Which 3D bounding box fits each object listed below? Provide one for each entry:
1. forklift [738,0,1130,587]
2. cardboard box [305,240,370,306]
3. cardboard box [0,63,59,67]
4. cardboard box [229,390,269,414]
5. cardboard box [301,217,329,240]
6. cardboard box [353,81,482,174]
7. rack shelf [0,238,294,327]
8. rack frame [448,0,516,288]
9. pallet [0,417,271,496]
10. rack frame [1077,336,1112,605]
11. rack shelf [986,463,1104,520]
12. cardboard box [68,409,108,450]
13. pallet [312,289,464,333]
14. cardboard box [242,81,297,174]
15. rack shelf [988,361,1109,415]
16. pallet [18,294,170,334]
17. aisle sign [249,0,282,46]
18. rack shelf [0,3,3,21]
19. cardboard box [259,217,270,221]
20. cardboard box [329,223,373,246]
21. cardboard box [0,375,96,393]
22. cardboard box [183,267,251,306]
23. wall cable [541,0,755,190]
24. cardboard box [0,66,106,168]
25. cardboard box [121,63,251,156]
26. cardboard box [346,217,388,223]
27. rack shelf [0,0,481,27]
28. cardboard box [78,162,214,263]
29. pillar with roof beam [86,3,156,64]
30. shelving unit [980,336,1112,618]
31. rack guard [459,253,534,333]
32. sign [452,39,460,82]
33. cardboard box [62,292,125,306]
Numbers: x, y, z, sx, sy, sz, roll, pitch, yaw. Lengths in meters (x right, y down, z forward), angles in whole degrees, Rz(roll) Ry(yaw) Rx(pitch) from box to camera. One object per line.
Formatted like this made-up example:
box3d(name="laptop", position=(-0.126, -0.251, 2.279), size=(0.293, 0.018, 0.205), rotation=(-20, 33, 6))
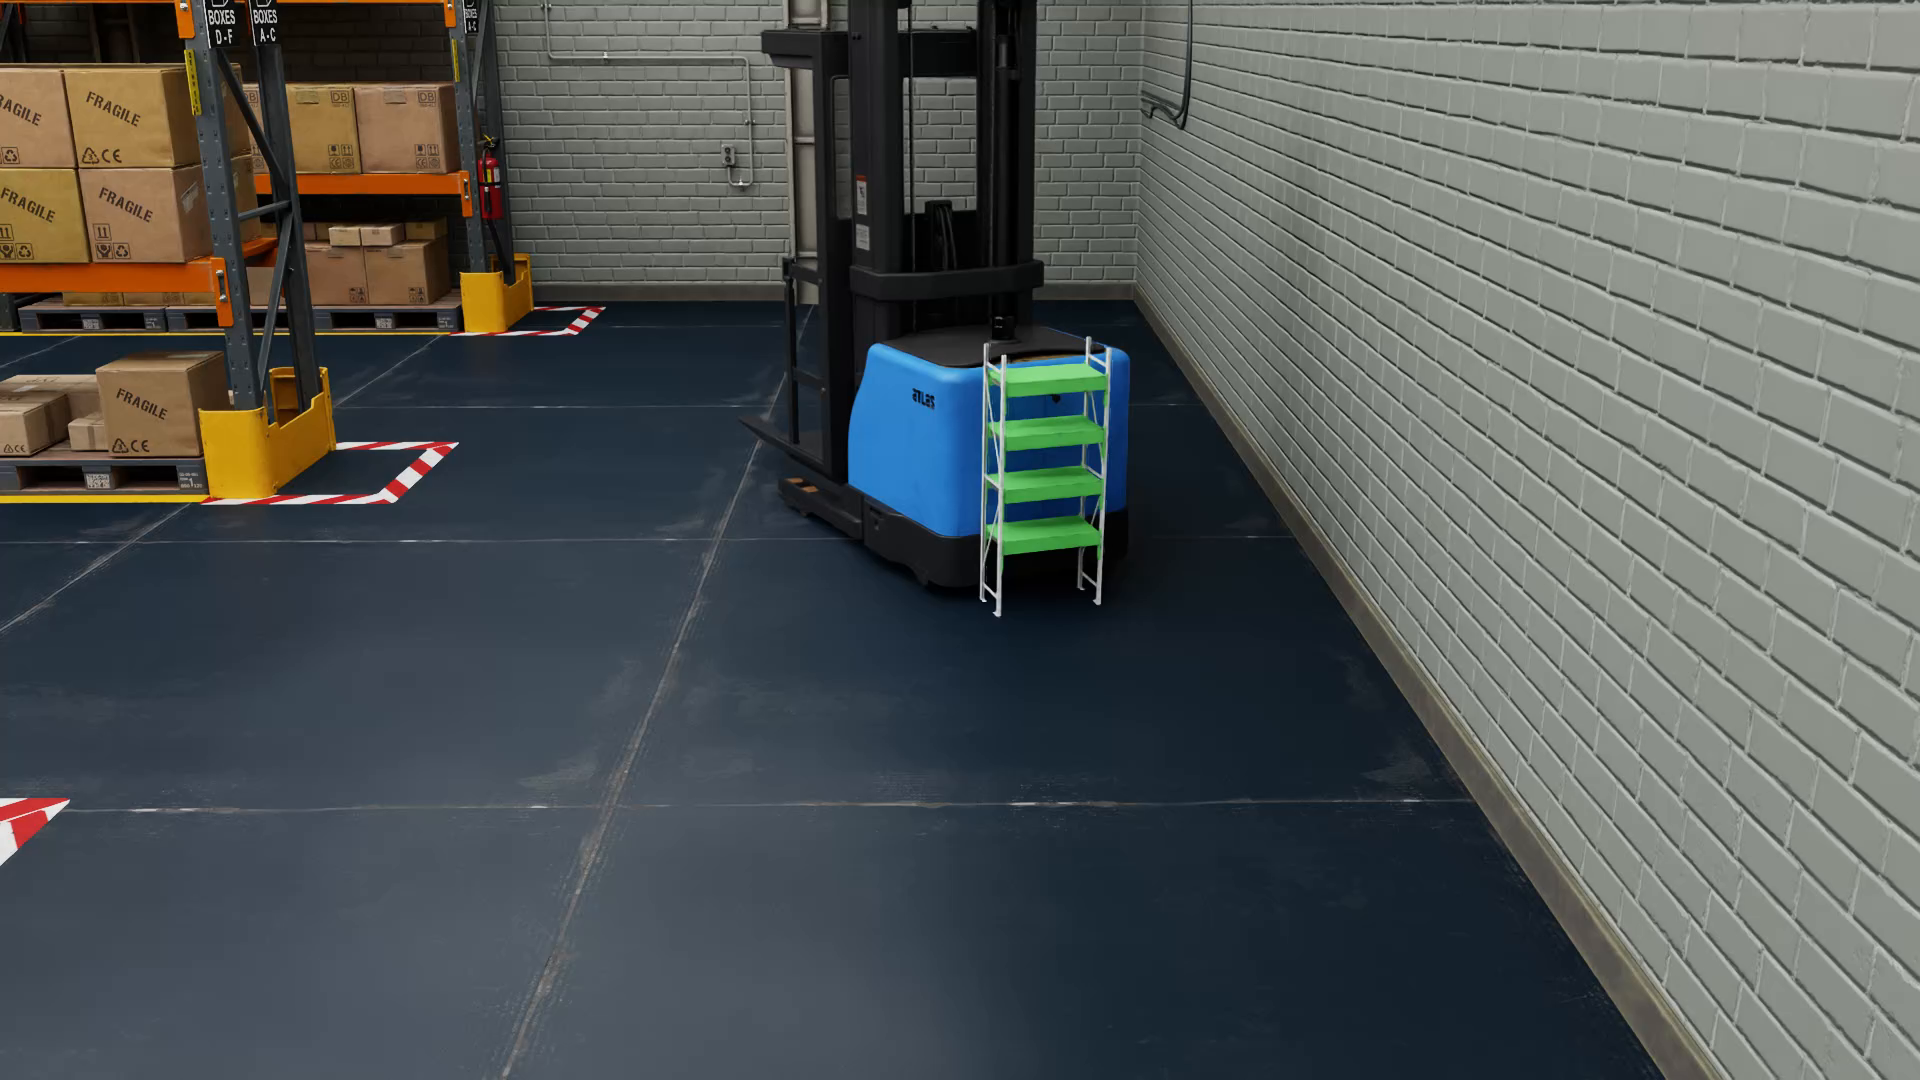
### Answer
box3d(name="forklift", position=(-0.336, -1.579, 8.673), size=(1.130, 2.935, 3.031), rotation=(-10, 20, -27))
box3d(name="cardboard box", position=(-5.237, -2.322, 14.279), size=(0.500, 0.500, 0.700), rotation=(0, 18, -1))
box3d(name="cardboard box", position=(-5.427, -2.432, 9.417), size=(0.500, 0.500, 0.500), rotation=(0, 18, 0))
box3d(name="cardboard box", position=(-4.381, -0.790, 10.047), size=(0.250, 0.149, 0.380), rotation=(0, 18, -1))
box3d(name="cardboard box", position=(-5.626, -2.689, 14.363), size=(0.250, 0.149, 0.380), rotation=(0, 18, 0))
box3d(name="cardboard box", position=(-4.548, -3.486, 14.012), size=(0.700, 0.700, 0.980), rotation=(1, 18, 2))
box3d(name="rack shelf", position=(-5.956, -1.483, 9.438), size=(4.000, 0.370, 1.077), rotation=(0, 18, -1))
box3d(name="rack frame", position=(-4.039, -3.348, 14.075), size=(0.127, 3.000, 1.000), rotation=(0, 18, -1))
box3d(name="pallet", position=(-4.830, -0.503, 9.770), size=(1.213, 0.211, 1.003), rotation=(0, 18, -1))
box3d(name="rack frame", position=(0.605, -0.304, 7.517), size=(0.015, 1.200, 0.240), rotation=(-6, 21, -18))
box3d(name="rack shelf", position=(0.374, -0.219, 7.461), size=(0.480, 0.148, 0.258), rotation=(-6, 21, -18))
box3d(name="cardboard box", position=(-4.903, -0.643, 9.561), size=(0.250, 0.166, 0.380), rotation=(0, 18, -1))
box3d(name="pallet", position=(-4.837, -1.993, 14.414), size=(1.213, 0.211, 1.003), rotation=(0, 18, -1))
box3d(name="cardboard box", position=(-6.038, -3.478, 13.987), size=(0.700, 0.700, 0.980), rotation=(-1, 18, -4))
box3d(name="rack shelf", position=(0.379, -0.671, 7.300), size=(0.480, 0.148, 0.258), rotation=(-6, 21, -18))
box3d(name="pallet", position=(-7.276, -1.981, 14.377), size=(1.213, 0.211, 1.003), rotation=(0, 18, -1))
box3d(name="aisle sign", position=(-3.893, -3.163, 9.242), size=(0.004, 0.787, 0.394), rotation=(0, 18, -1))
box3d(name="rack shelf", position=(-10.038, -4.405, 13.636), size=(4.000, 0.370, 1.077), rotation=(0, 18, -1))
box3d(name="cardboard box", position=(-6.136, -2.687, 14.356), size=(0.250, 0.149, 0.380), rotation=(-1, 18, -2))
box3d(name="cardboard box", position=(-5.118, -2.575, 14.007), size=(0.250, 0.149, 0.380), rotation=(0, 18, 1))
box3d(name="cardboard box", position=(-5.505, -0.815, 9.958), size=(0.500, 0.250, 0.500), rotation=(0, 18, -1))
box3d(name="cardboard box", position=(-6.273, -2.314, 14.256), size=(0.500, 0.500, 0.700), rotation=(0, 18, 0))
box3d(name="wall cable", position=(-2.773, -4.127, 14.839), size=(1.851, 1.984, 0.084), rotation=(0, 18, -1))
box3d(name="cardboard box", position=(-4.902, -2.270, 8.913), size=(0.500, 0.500, 0.500), rotation=(0, 18, 1))
box3d(name="cardboard box", position=(-4.404, -2.437, 9.435), size=(0.500, 0.500, 0.500), rotation=(0, 18, 1))
box3d(name="cardboard box", position=(-5.122, -2.692, 14.371), size=(0.250, 0.149, 0.380), rotation=(0, 18, -1))
box3d(name="rack shelf", position=(-6.038, -4.424, 13.696), size=(4.000, 0.370, 1.077), rotation=(0, 18, -1))
box3d(name="cardboard box", position=(-4.400, -1.798, 9.077), size=(0.500, 0.500, 0.500), rotation=(0, 18, 1))
box3d(name="pillar with roof beam", position=(-7.284, -5.138, 9.833), size=(0.400, 9.000, 9.100), rotation=(0, 18, -1))
box3d(name="shelving unit", position=(0.374, -0.280, 7.440), size=(0.503, 1.200, 0.258), rotation=(-6, 21, -18))
box3d(name="rack guard", position=(-4.015, -2.158, 14.457), size=(0.348, 0.500, 1.175), rotation=(0, 18, -1))
box3d(name="sign", position=(-4.044, -3.847, 13.345), size=(0.005, 0.325, 0.100), rotation=(0, 18, -1))
box3d(name="cardboard box", position=(-7.289, -2.311, 14.246), size=(0.500, 0.500, 0.700), rotation=(0, 18, 0))
